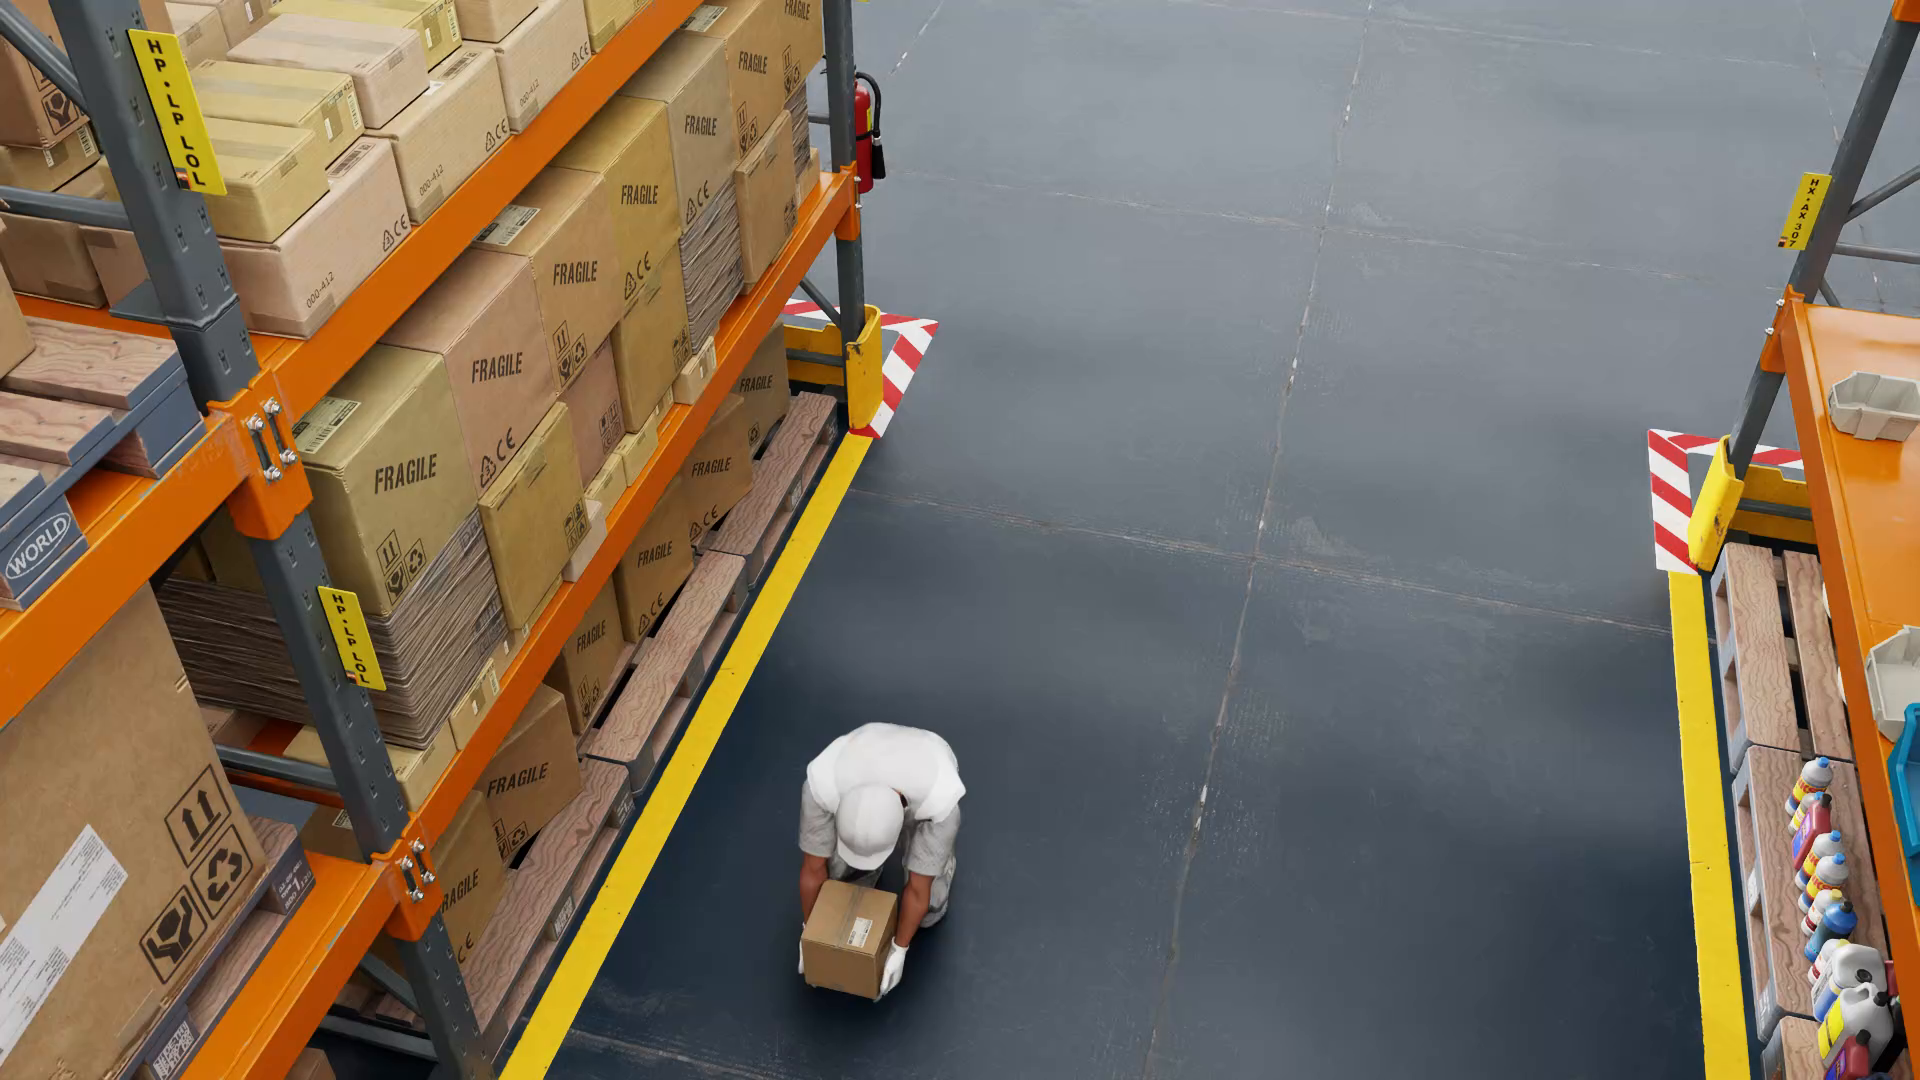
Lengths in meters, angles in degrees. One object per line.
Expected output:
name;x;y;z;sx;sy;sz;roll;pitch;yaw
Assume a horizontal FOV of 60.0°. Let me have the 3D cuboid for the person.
person;-0.235;0.979;5.607;0.534;1.006;0.907;9;42;11
